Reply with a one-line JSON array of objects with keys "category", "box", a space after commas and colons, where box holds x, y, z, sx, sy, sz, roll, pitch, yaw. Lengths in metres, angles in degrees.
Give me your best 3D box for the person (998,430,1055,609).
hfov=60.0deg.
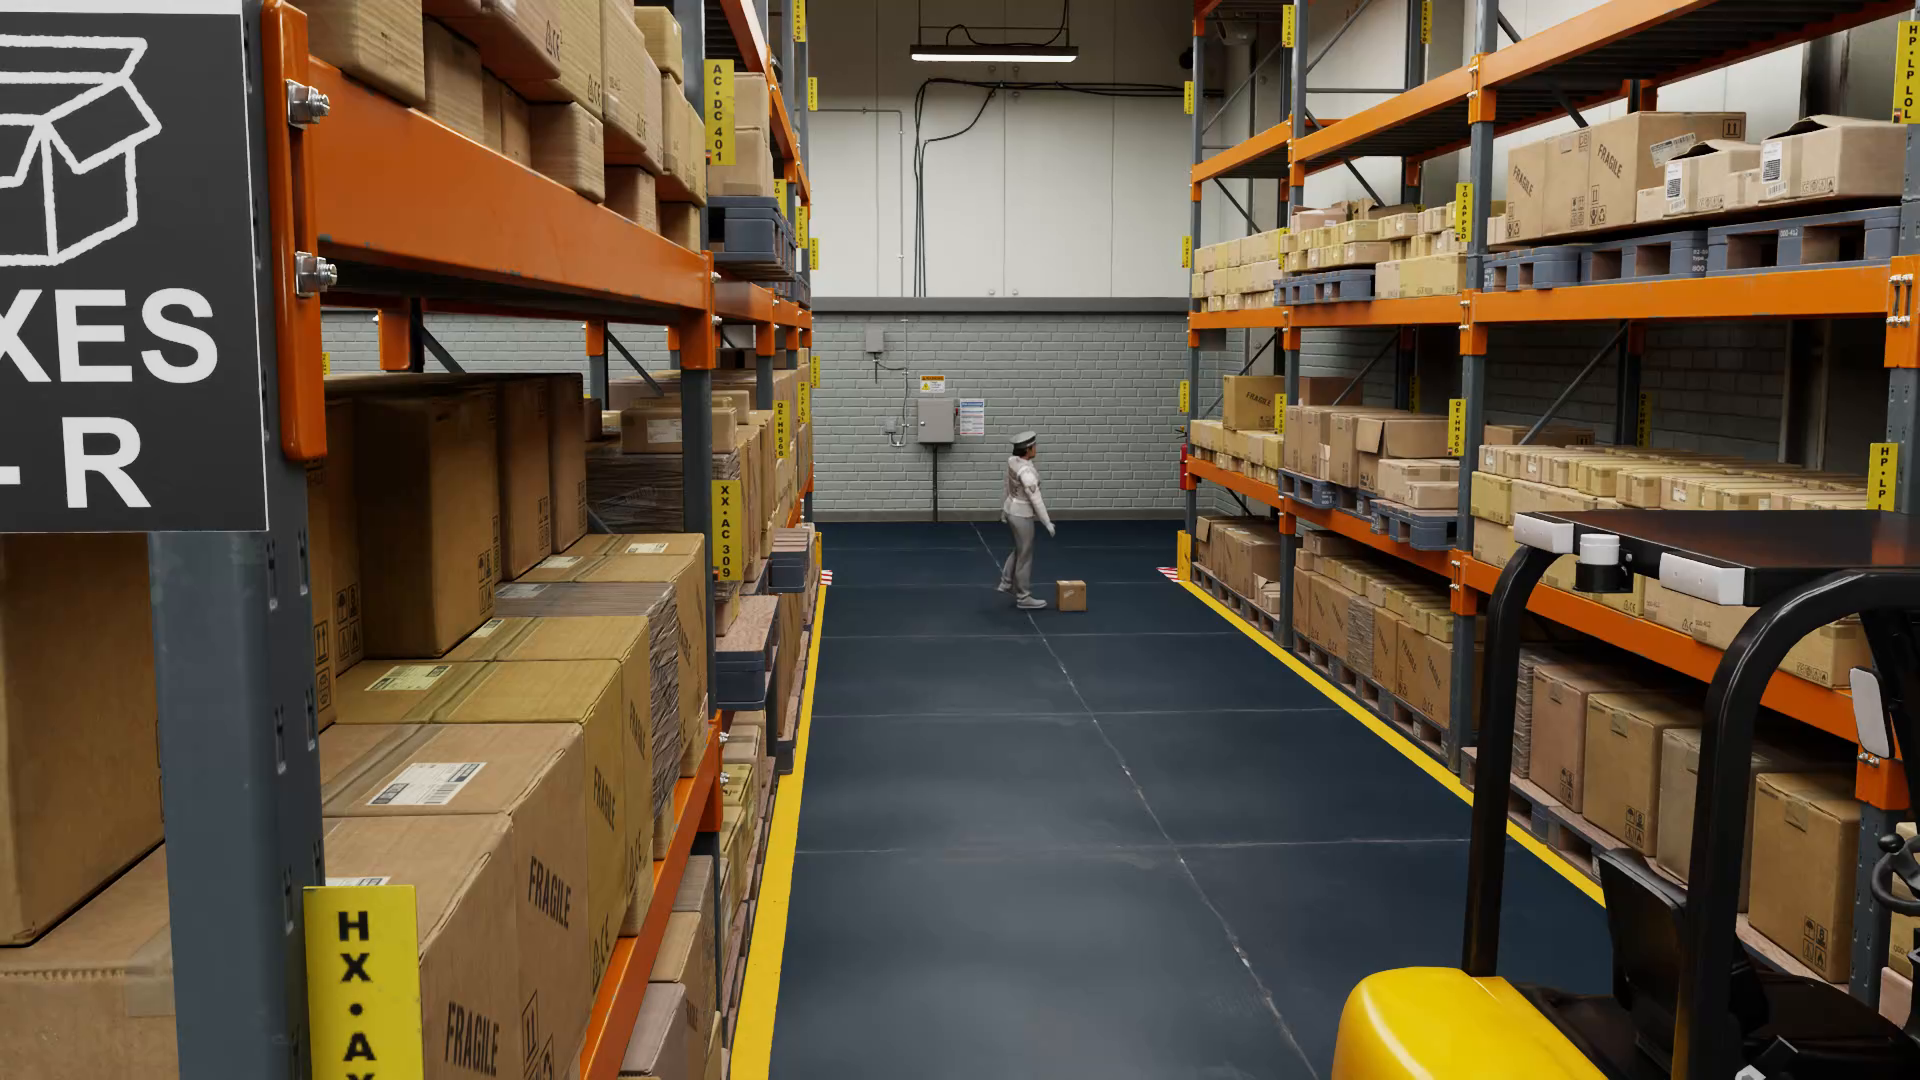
[{"category": "person", "box": [0.632, -0.201, 15.672, 0.485, 1.686, 0.717, -1, 7, -8]}]
